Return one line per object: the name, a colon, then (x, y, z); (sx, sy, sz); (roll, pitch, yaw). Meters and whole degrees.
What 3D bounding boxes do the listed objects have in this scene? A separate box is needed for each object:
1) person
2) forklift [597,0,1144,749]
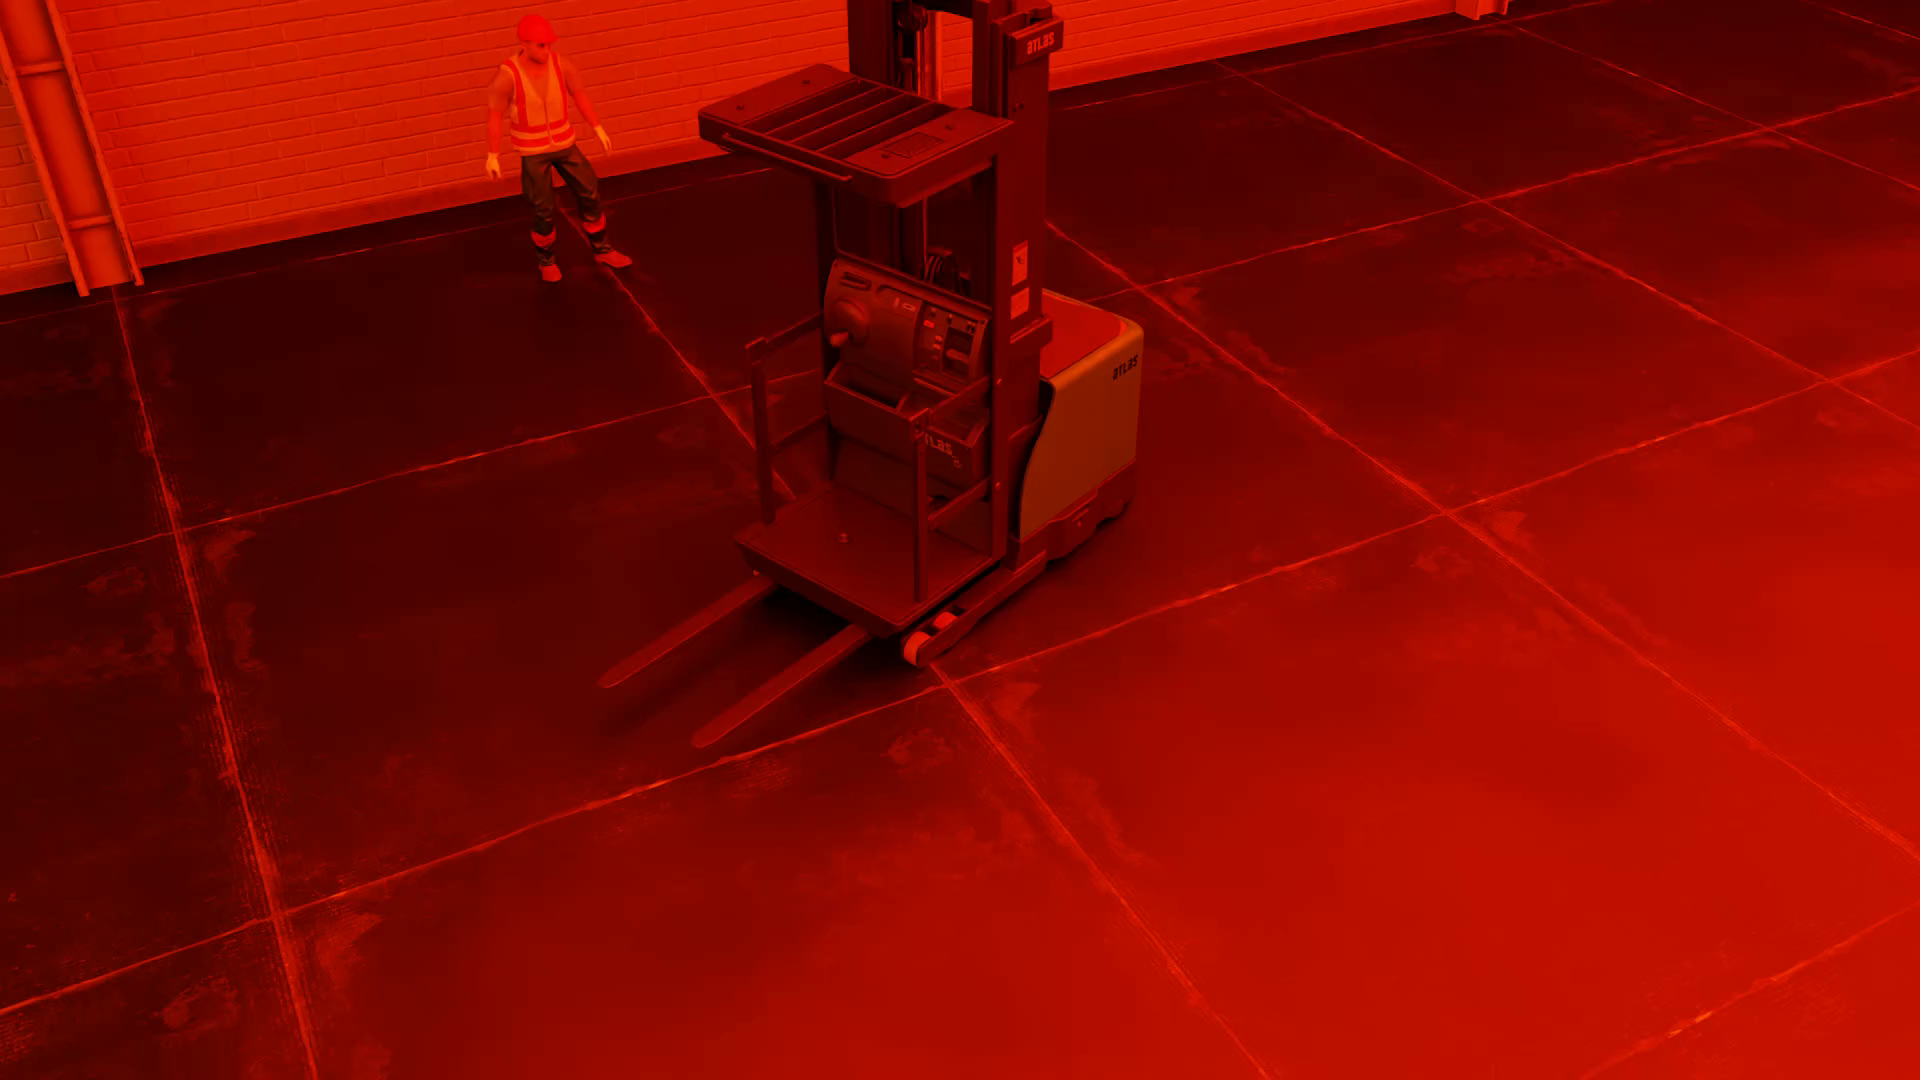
person: (-2.635, -2.515, 10.700); (0.818, 1.755, 0.420); (-23, 41, -29)
forklift: (-0.390, -0.927, 7.434); (1.130, 2.935, 3.031); (26, 43, 31)
